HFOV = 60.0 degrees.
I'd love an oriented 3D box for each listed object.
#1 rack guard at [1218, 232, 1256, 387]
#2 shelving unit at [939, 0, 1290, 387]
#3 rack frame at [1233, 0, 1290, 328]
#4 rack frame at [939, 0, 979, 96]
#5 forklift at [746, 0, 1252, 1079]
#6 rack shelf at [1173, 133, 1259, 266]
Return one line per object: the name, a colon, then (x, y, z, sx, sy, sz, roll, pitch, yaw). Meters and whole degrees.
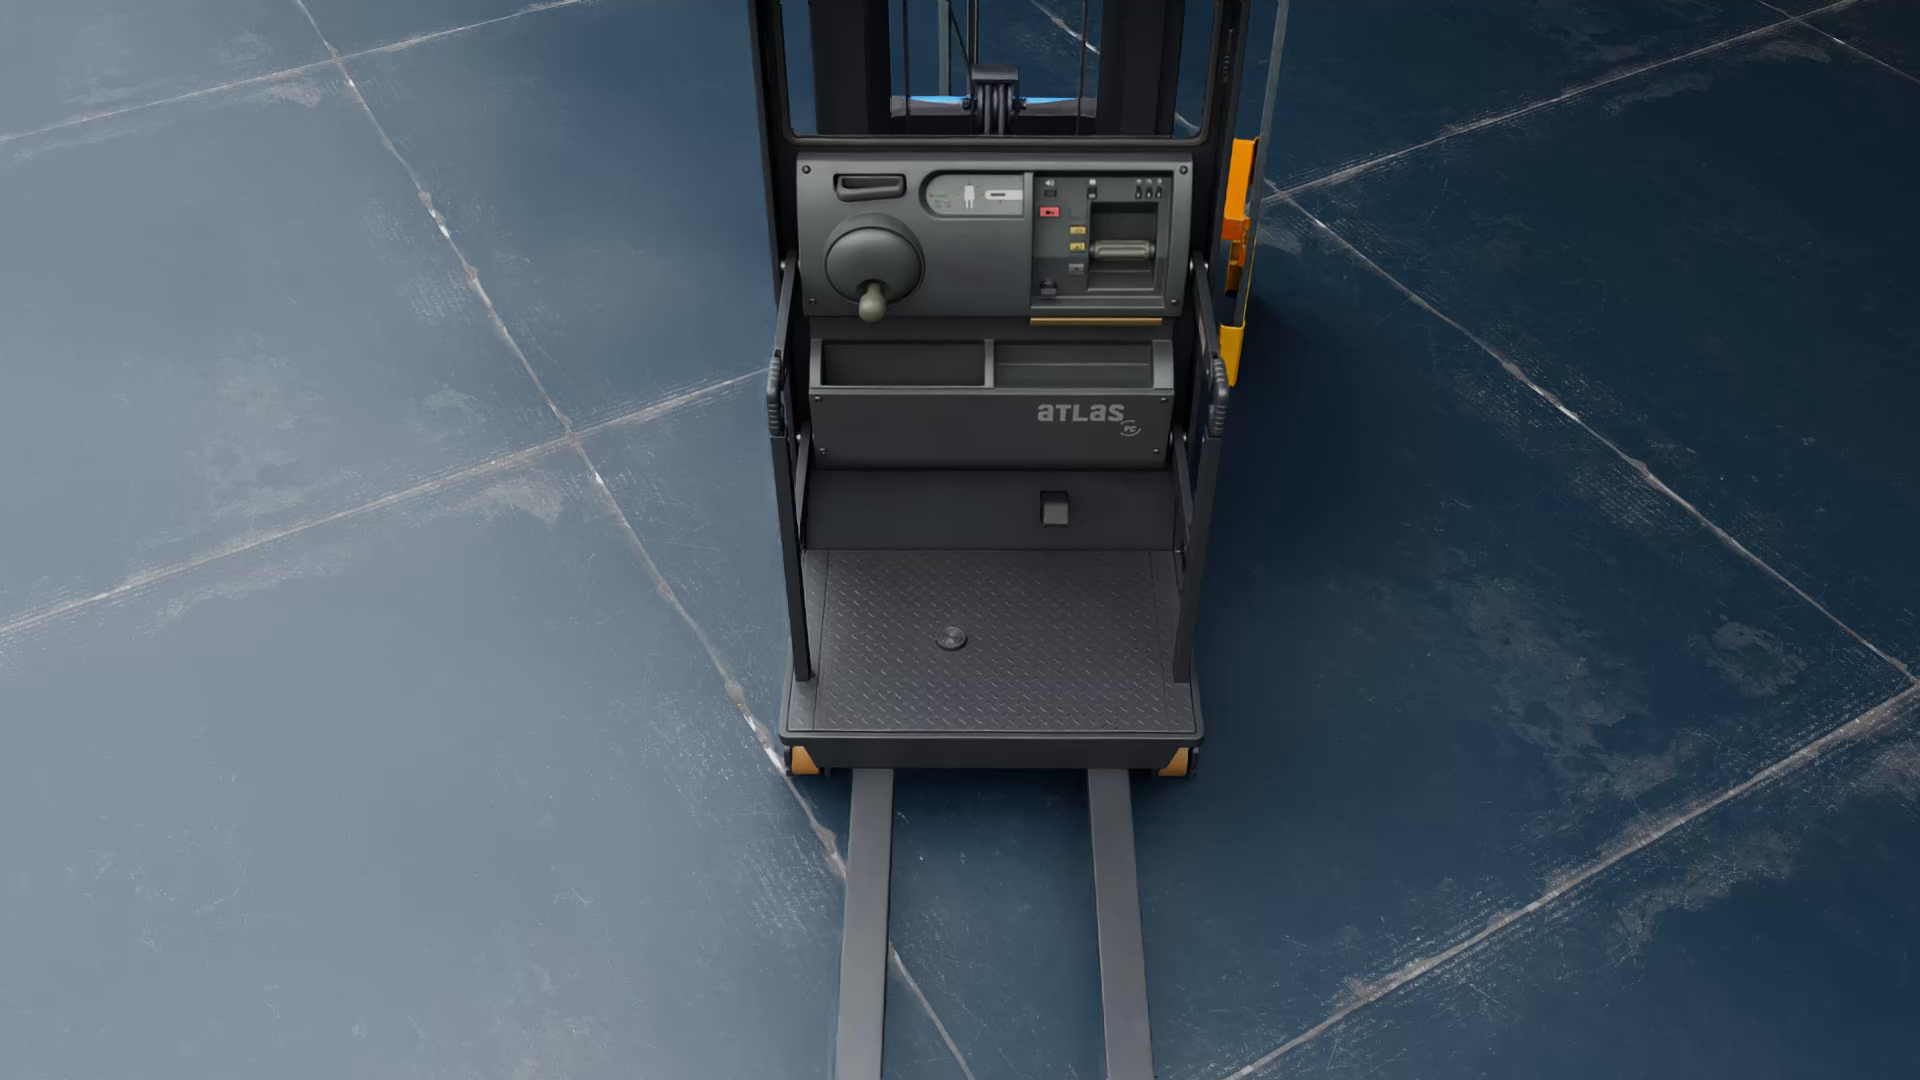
rack guard: (0.977, -0.828, 5.924, 0.087, 0.250, 0.587, 8, 45, 8)
shelving unit: (0.489, -1.344, 5.558, 1.083, 1.500, 0.587, 8, 45, 8)
rack frame: (0.996, -1.274, 5.486, 0.032, 1.500, 0.500, 8, 45, 8)
rack frame: (-0.001, -1.412, 5.628, 0.032, 1.500, 0.500, 8, 45, 8)
forklift: (0.083, -0.625, 3.789, 1.130, 2.935, 3.031, 0, 44, 0)
rack shelf: (0.498, -1.214, 5.682, 1.000, 0.185, 0.538, 8, 45, 8)
